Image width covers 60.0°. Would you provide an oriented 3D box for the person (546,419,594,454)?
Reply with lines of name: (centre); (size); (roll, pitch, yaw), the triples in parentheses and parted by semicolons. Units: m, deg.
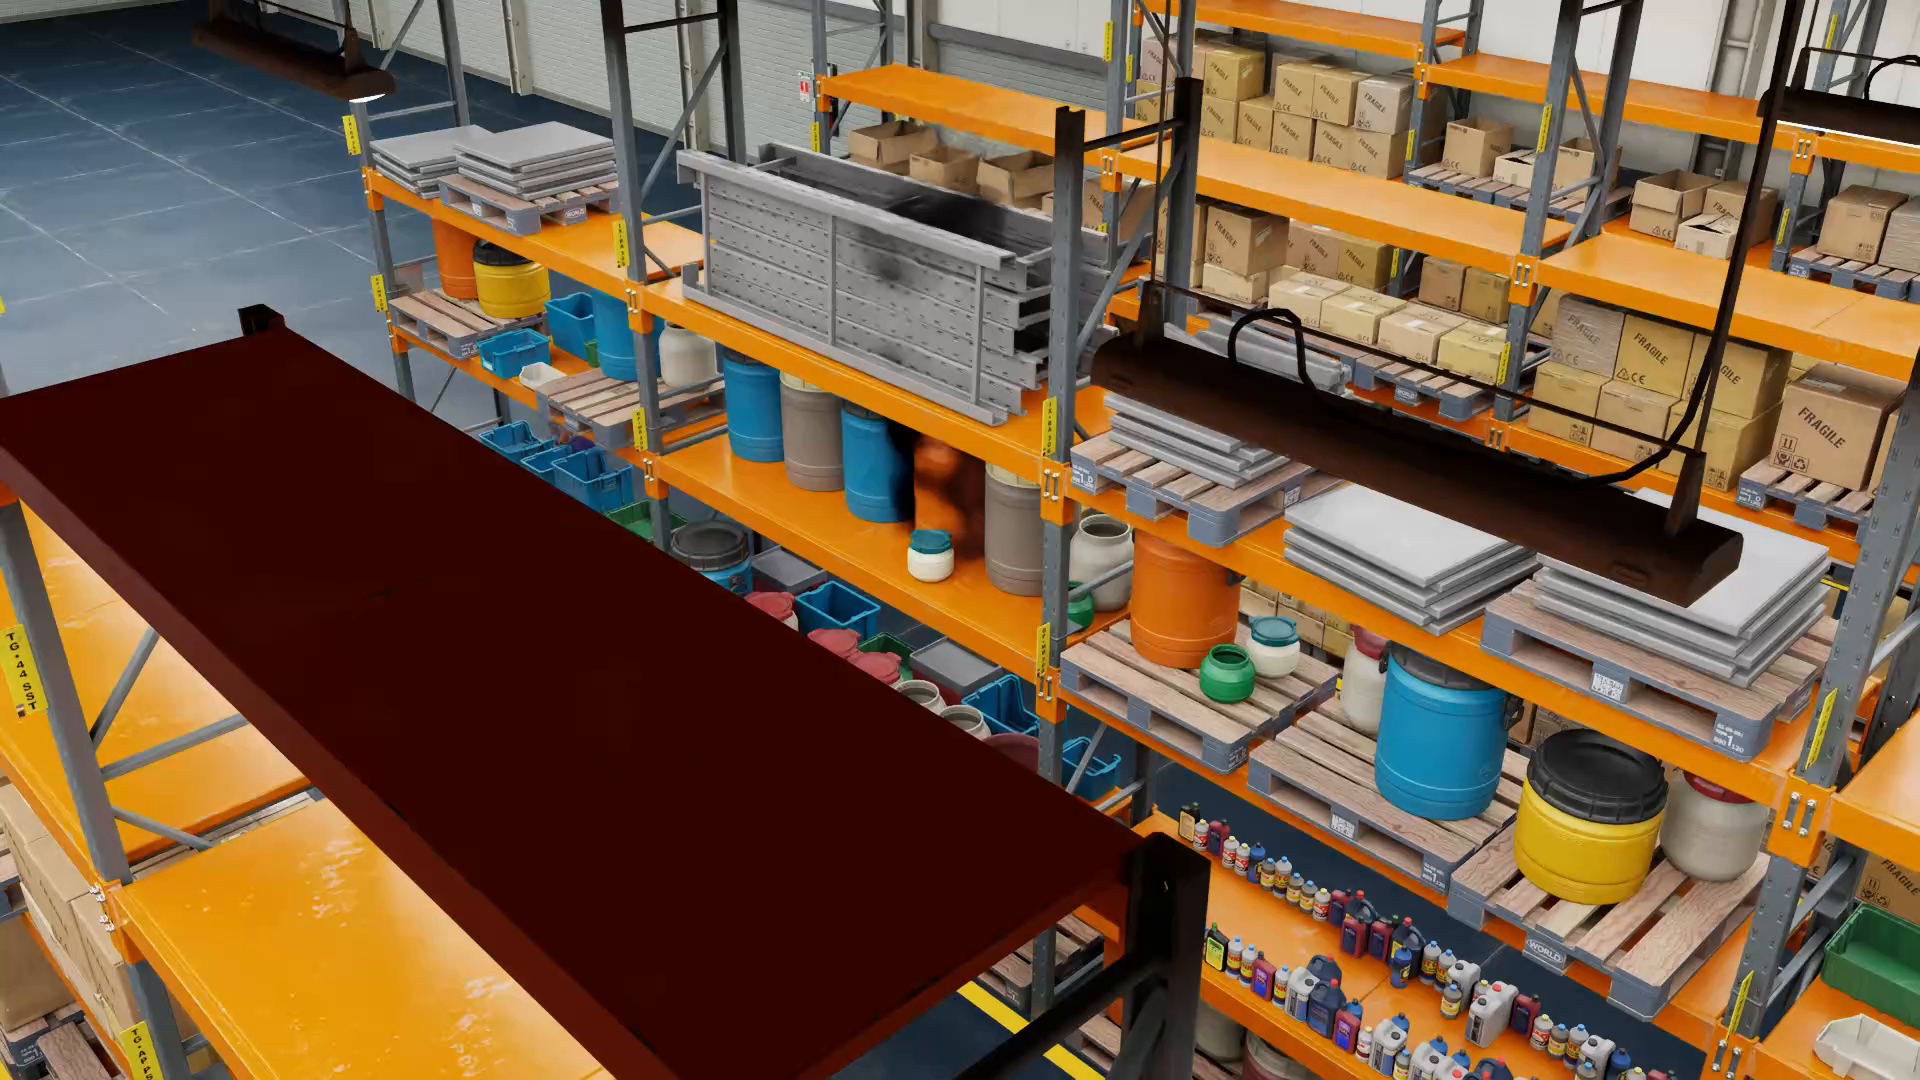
person: (-3.892, -0.870, 16.781); (0.864, 1.650, 0.632); (11, 30, 20)
